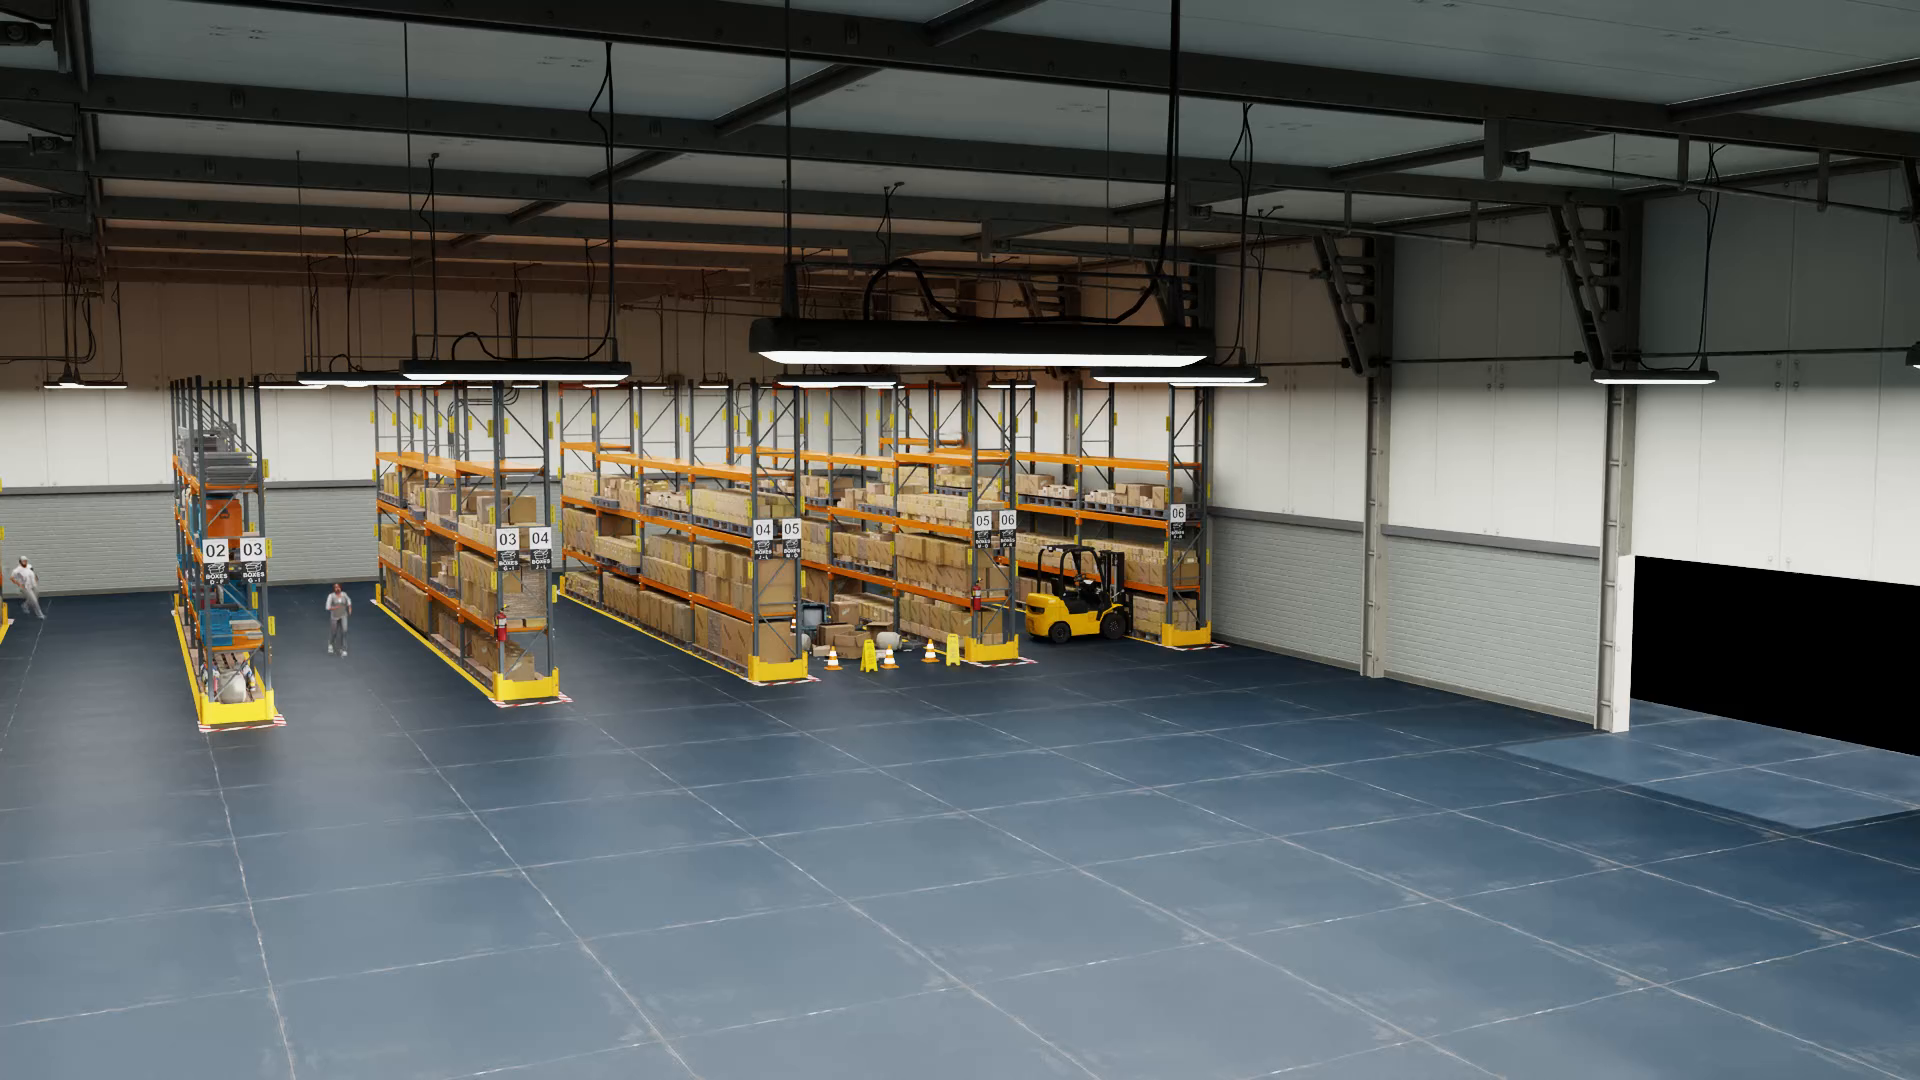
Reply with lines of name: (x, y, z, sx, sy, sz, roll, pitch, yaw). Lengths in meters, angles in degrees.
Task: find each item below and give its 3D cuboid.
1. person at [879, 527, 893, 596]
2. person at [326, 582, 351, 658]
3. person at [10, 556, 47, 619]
person: (-2.026, 0.594, 45.002, 0.729, 1.870, 0.717, -2, 6, -25)
person: (-13.483, 1.719, 36.070, 0.548, 1.628, 0.850, -3, 6, -31)
person: (-23.620, 1.205, 42.008, 0.808, 1.622, 0.658, 2, 5, 19)
